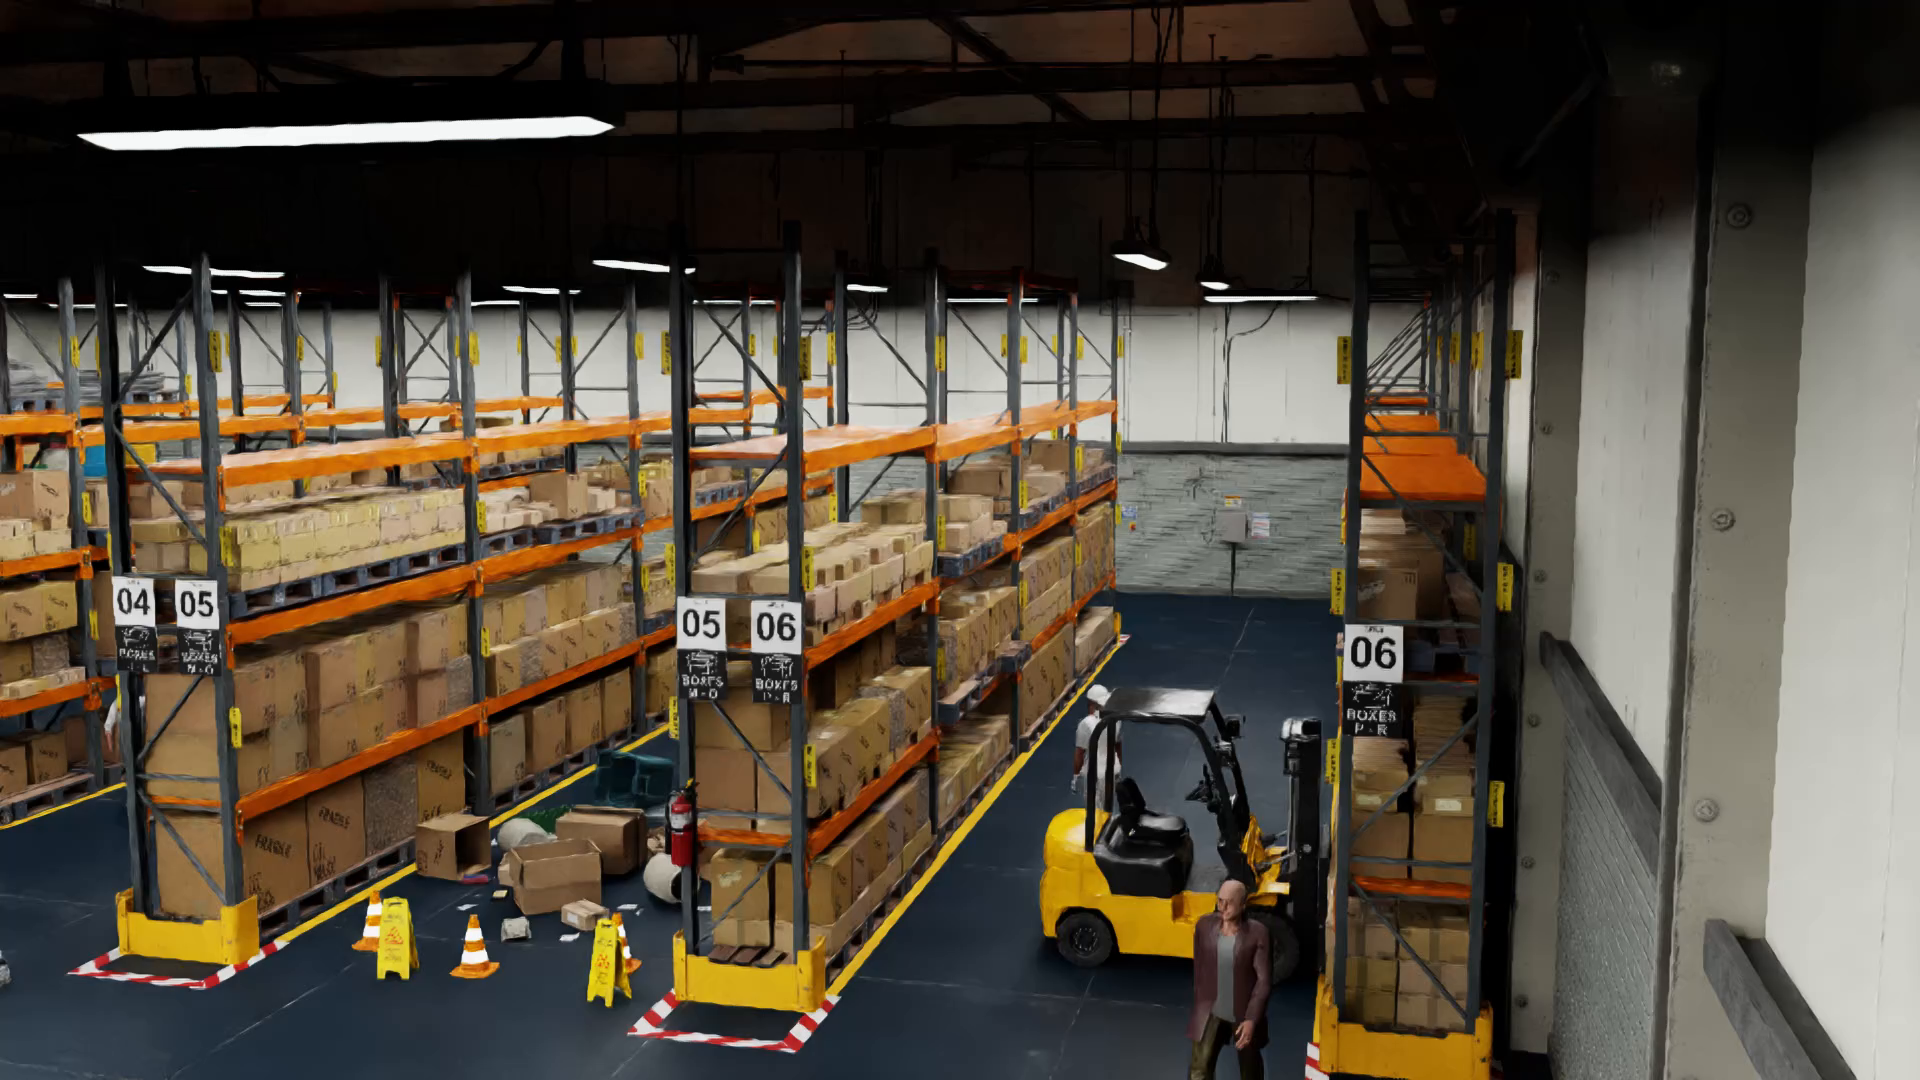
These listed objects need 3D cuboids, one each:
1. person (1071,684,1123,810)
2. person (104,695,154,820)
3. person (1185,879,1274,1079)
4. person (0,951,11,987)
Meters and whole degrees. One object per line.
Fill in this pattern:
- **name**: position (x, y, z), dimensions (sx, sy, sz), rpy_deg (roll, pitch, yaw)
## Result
- **person**: position (1.331, 2.282, 16.316), dimensions (0.580, 1.782, 0.665), rpy_deg (7, 10, 44)
- **person**: position (-8.893, 2.211, 17.980), dimensions (0.561, 1.525, 0.788), rpy_deg (0, 7, -4)
- **person**: position (1.726, 3.006, 10.636), dimensions (0.576, 1.712, 1.090), rpy_deg (3, 8, 23)
- **person**: position (-7.866, 2.749, 12.748), dimensions (0.534, 1.726, 1.037), rpy_deg (3, 8, 23)
